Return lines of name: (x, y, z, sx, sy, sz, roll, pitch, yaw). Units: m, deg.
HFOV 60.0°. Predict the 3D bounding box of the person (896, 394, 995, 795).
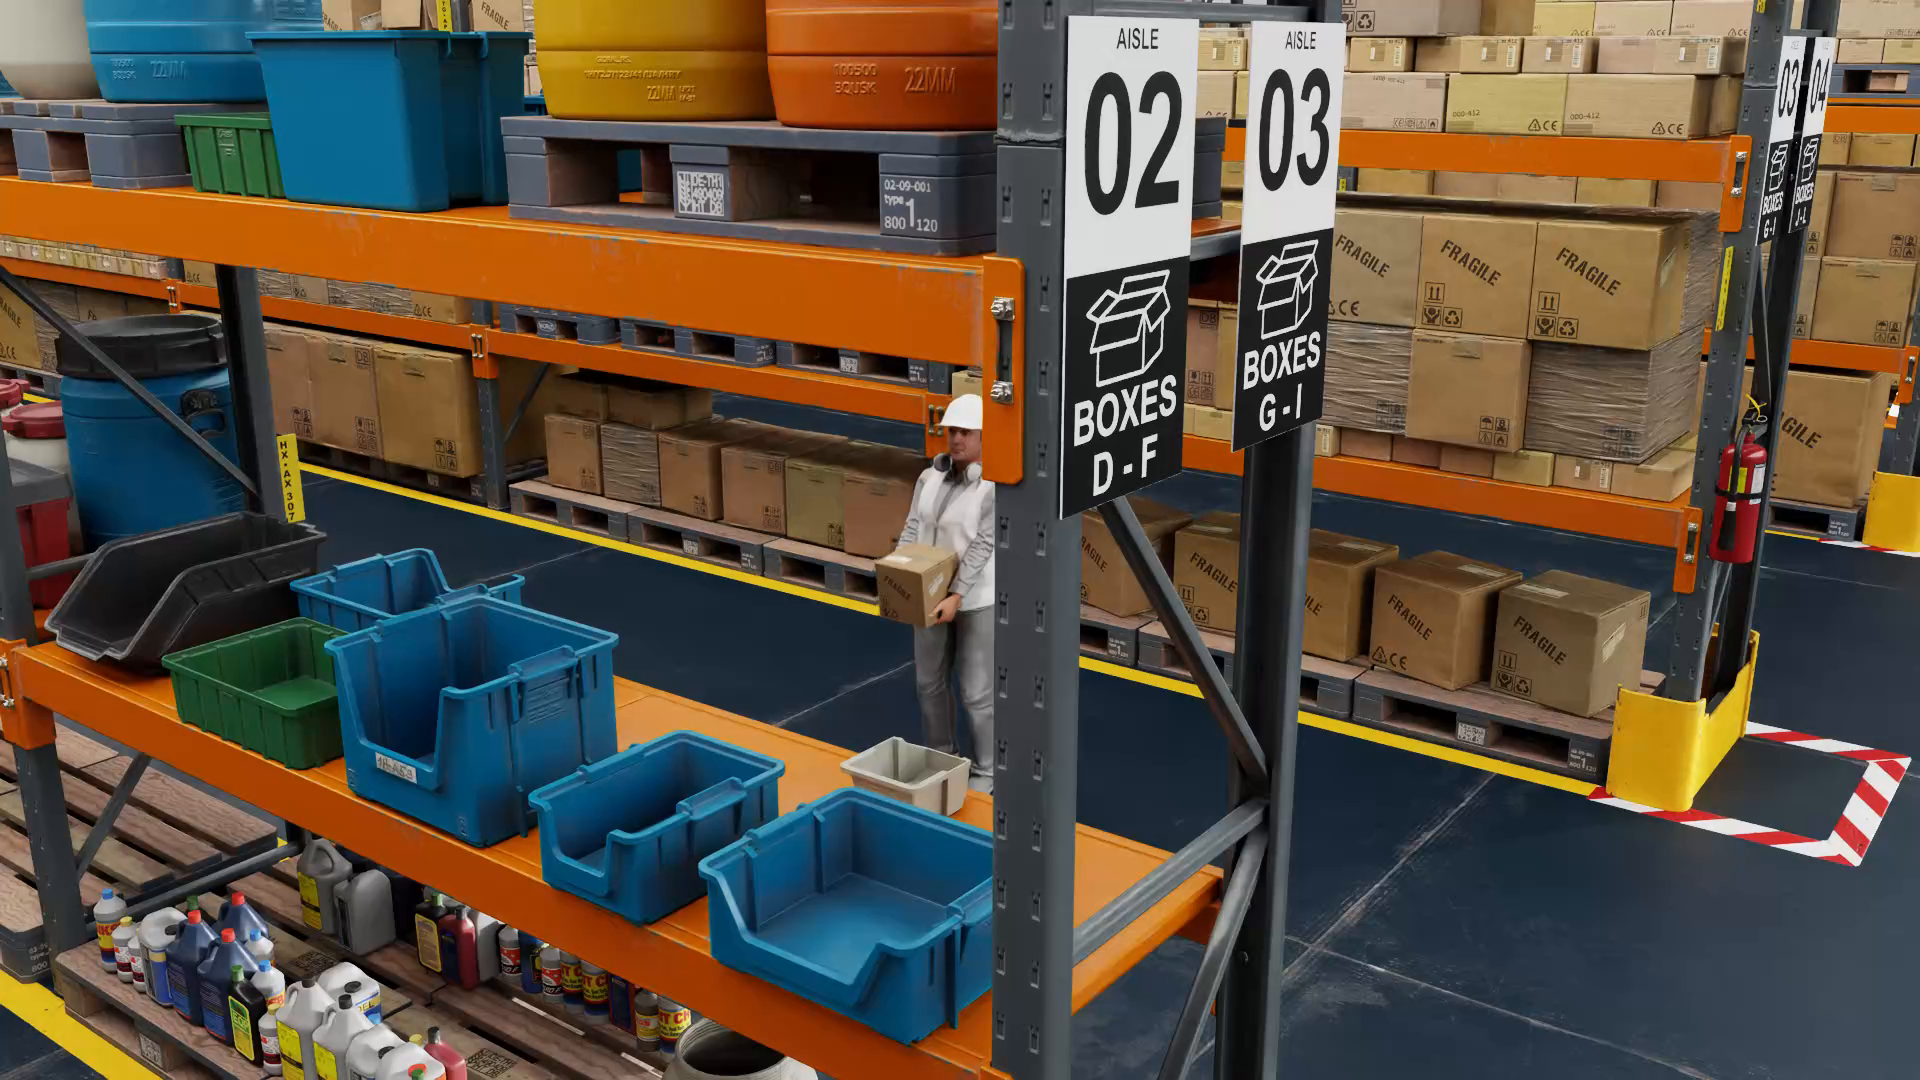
person: (-0.046, 0.273, 7.075, 0.495, 1.768, 0.554, 12, 20, 35)
